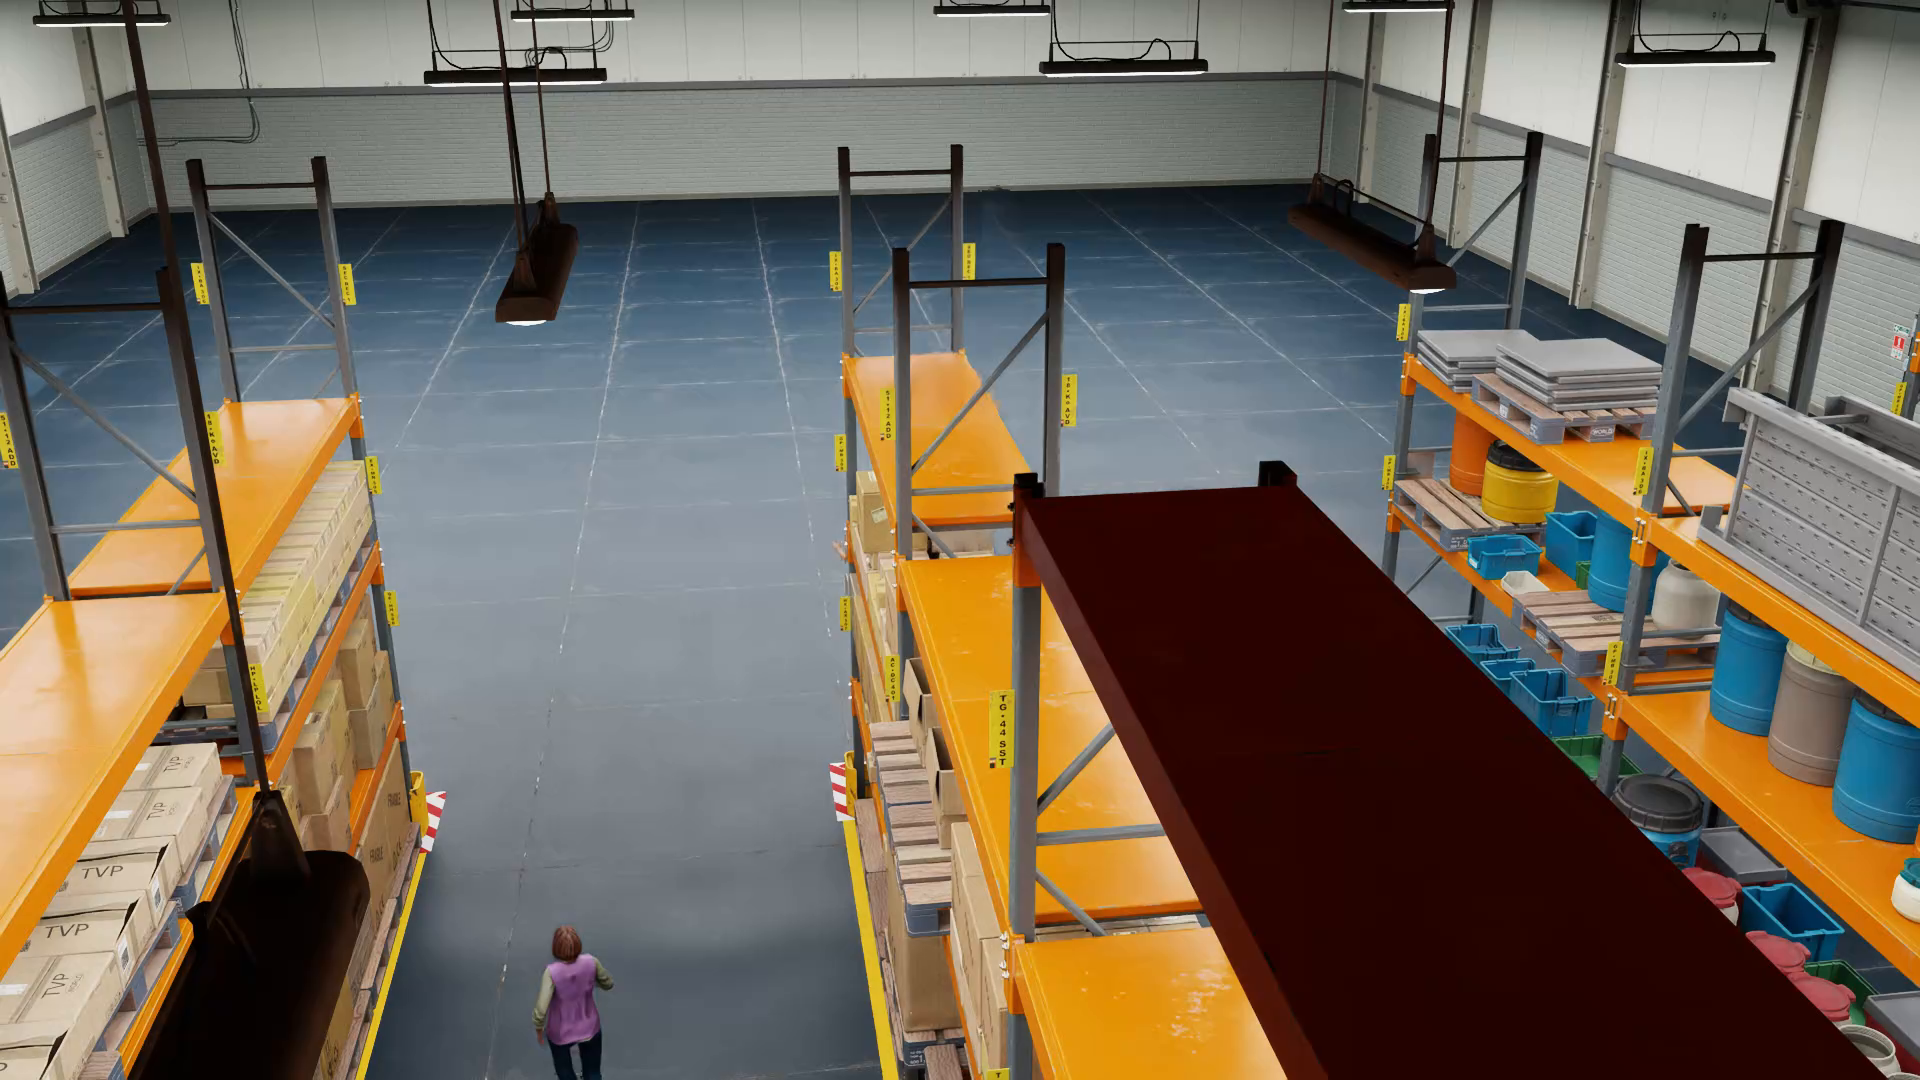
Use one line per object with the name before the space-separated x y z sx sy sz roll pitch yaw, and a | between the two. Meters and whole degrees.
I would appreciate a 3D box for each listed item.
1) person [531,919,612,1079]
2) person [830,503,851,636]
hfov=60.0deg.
person | -2.524 3.196 10.896 0.566 1.584 0.831 -9 23 -22
person | -1.071 0.357 18.530 0.811 1.675 0.600 11 24 25
